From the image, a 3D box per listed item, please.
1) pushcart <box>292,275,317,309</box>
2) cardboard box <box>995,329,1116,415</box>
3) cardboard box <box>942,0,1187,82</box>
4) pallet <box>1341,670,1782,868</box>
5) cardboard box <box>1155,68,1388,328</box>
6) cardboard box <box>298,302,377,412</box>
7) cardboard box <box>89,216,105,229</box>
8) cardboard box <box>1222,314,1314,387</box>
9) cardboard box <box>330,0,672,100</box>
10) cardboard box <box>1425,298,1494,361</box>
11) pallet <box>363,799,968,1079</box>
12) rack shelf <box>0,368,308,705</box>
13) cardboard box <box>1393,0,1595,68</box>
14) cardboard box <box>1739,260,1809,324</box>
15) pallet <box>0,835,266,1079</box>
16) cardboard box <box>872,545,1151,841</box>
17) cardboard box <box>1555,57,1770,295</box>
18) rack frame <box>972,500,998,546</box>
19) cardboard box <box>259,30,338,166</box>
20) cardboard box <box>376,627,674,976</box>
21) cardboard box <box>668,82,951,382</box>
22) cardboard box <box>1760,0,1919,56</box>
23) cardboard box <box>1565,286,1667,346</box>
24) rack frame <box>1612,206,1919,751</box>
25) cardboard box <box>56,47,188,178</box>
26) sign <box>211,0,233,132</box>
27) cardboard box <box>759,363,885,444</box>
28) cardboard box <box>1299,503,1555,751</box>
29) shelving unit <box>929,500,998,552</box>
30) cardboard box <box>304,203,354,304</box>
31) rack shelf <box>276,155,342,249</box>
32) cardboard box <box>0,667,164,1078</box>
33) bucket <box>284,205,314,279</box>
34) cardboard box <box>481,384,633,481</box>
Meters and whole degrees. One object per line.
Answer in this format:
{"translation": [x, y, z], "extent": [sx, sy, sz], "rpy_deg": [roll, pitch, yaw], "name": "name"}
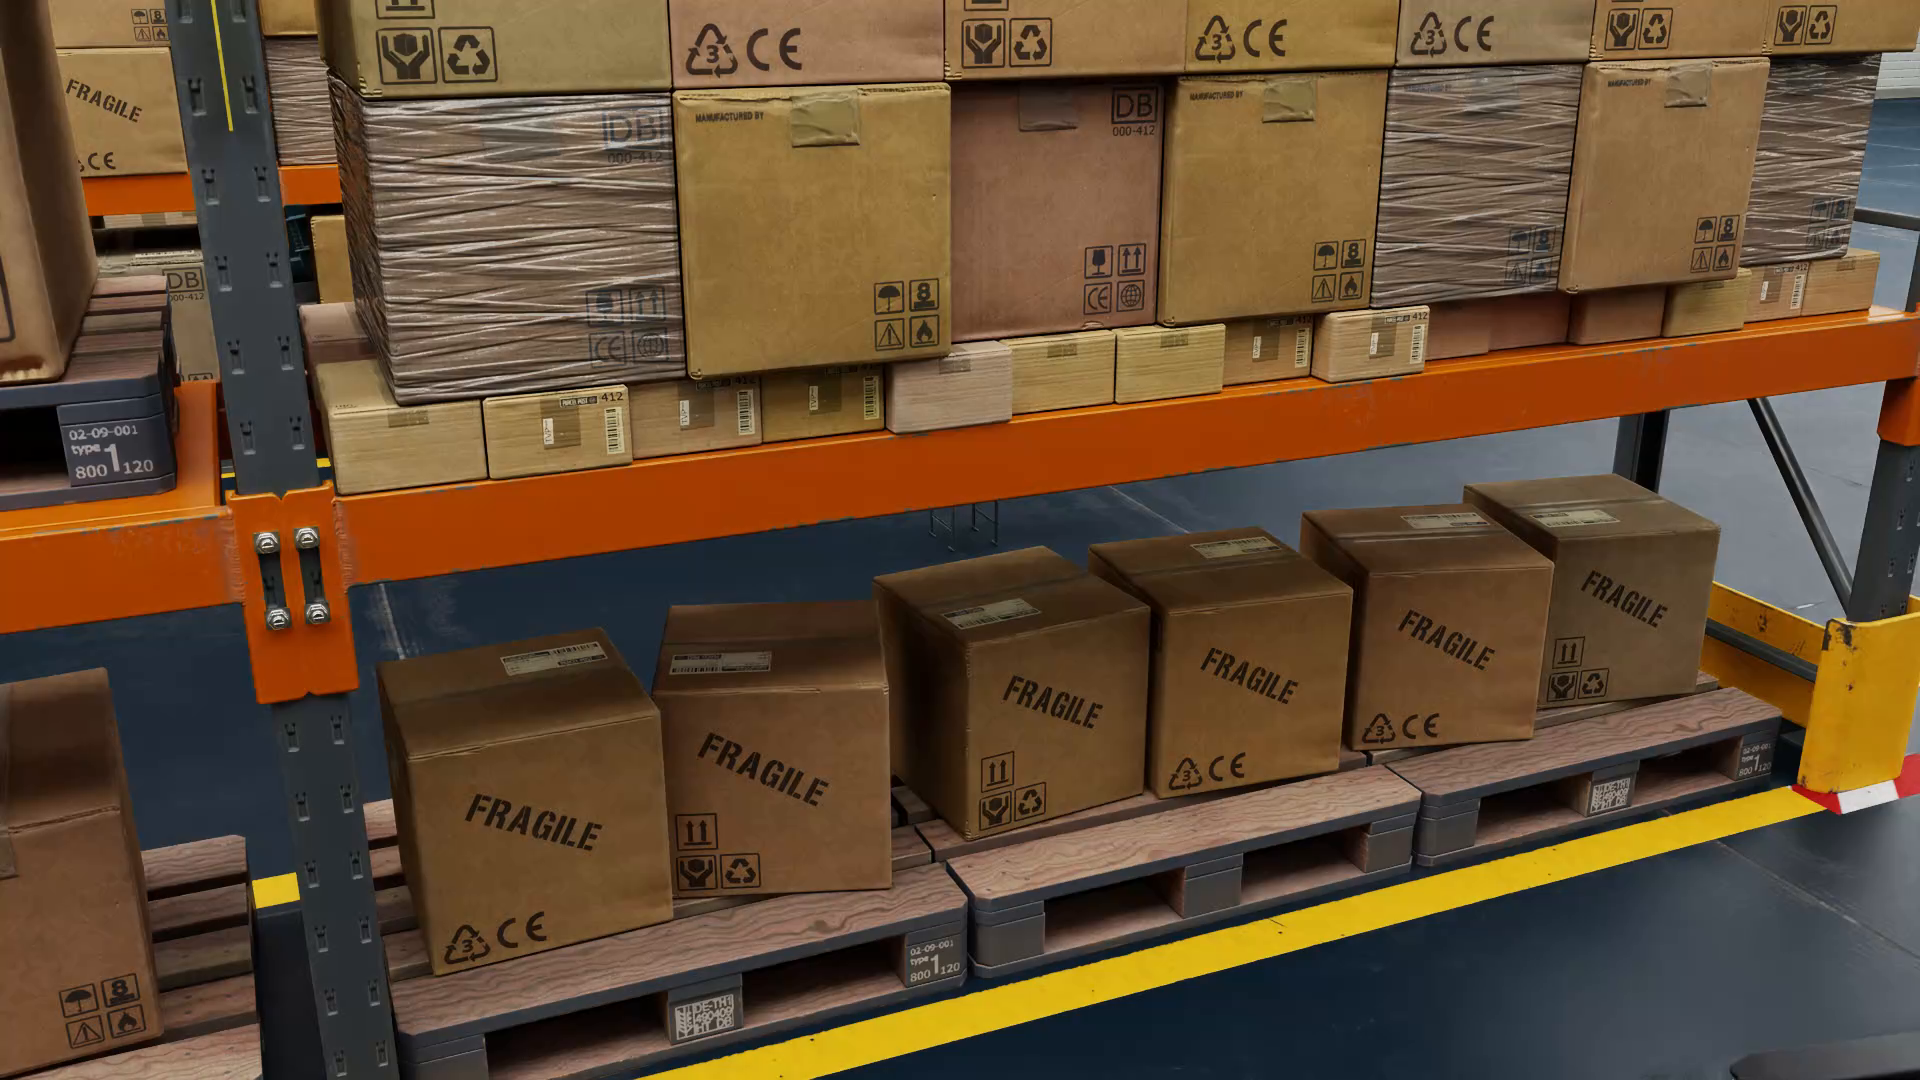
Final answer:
{"translation": [-4.303, -1.494, 10.198], "extent": [0.936, 0.377, 1.648], "rpy_deg": [-17, 26, -40], "name": "pushcart"}
{"translation": [0.128, -0.388, 3.485], "extent": [0.250, 0.149, 0.380], "rpy_deg": [-8, 21, -22], "name": "cardboard box"}
{"translation": [0.105, -1.171, 3.226], "extent": [0.500, 0.500, 0.500], "rpy_deg": [-8, 21, -22], "name": "cardboard box"}
{"translation": [1.516, 0.497, 4.792], "extent": [1.213, 0.211, 1.003], "rpy_deg": [-8, 21, -22], "name": "pallet"}
{"translation": [0.478, -0.830, 3.766], "extent": [0.500, 0.500, 0.875], "rpy_deg": [-8, 21, -22], "name": "cardboard box"}
{"translation": [-1.246, -0.397, 3.512], "extent": [0.250, 0.149, 0.380], "rpy_deg": [-8, 21, -22], "name": "cardboard box"}
{"translation": [-6.392, -2.213, 11.616], "extent": [0.625, 0.372, 0.950], "rpy_deg": [-7, 21, -19], "name": "cardboard box"}
{"translation": [0.573, -0.464, 3.702], "extent": [0.250, 0.149, 0.380], "rpy_deg": [-8, 21, -22], "name": "cardboard box"}
{"translation": [-0.813, -1.039, 2.852], "extent": [0.500, 0.500, 0.500], "rpy_deg": [-8, 21, -22], "name": "cardboard box"}
{"translation": [1.025, -0.536, 3.905], "extent": [0.250, 0.149, 0.380], "rpy_deg": [-8, 21, -22], "name": "cardboard box"}
{"translation": [-0.724, 0.818, 3.880], "extent": [1.213, 0.211, 1.003], "rpy_deg": [-8, 21, -22], "name": "pallet"}
{"translation": [-3.163, 0.205, 2.508], "extent": [4.000, 0.370, 1.077], "rpy_deg": [-8, 21, -22], "name": "rack shelf"}
{"translation": [1.022, -1.303, 3.602], "extent": [0.500, 0.500, 0.500], "rpy_deg": [-8, 21, -22], "name": "cardboard box"}
{"translation": [1.936, -0.672, 4.294], "extent": [0.250, 0.149, 0.380], "rpy_deg": [-8, 21, -22], "name": "cardboard box"}
{"translation": [-2.041, 1.020, 3.307], "extent": [1.213, 0.211, 1.003], "rpy_deg": [-8, 21, -22], "name": "pallet"}
{"translation": [0.118, 0.359, 4.116], "extent": [0.500, 0.500, 0.500], "rpy_deg": [-10, 22, -27], "name": "cardboard box"}
{"translation": [1.418, -0.945, 4.092], "extent": [0.500, 0.500, 0.875], "rpy_deg": [-8, 21, -22], "name": "cardboard box"}
{"translation": [0.097, -0.580, 6.362], "extent": [0.006, 1.200, 0.240], "rpy_deg": [-8, 21, -22], "name": "rack frame"}
{"translation": [-2.865, -2.047, 7.592], "extent": [0.550, 0.550, 0.875], "rpy_deg": [-8, 21, -22], "name": "cardboard box"}
{"translation": [-0.944, 0.543, 3.596], "extent": [0.500, 0.500, 0.500], "rpy_deg": [-9, 21, -24], "name": "cardboard box"}
{"translation": [-0.416, -0.681, 3.340], "extent": [0.500, 0.500, 0.875], "rpy_deg": [-8, 21, -22], "name": "cardboard box"}
{"translation": [1.939, -1.435, 3.979], "extent": [0.500, 0.500, 0.500], "rpy_deg": [-8, 21, -22], "name": "cardboard box"}
{"translation": [1.491, -0.596, 4.076], "extent": [0.250, 0.149, 0.380], "rpy_deg": [-8, 21, -22], "name": "cardboard box"}
{"translation": [2.346, -0.924, 4.630], "extent": [0.127, 3.000, 1.000], "rpy_deg": [-8, 21, -22], "name": "rack frame"}
{"translation": [-3.572, -1.821, 7.026], "extent": [0.500, 0.500, 0.500], "rpy_deg": [-8, 21, -22], "name": "cardboard box"}
{"translation": [-1.104, -0.775, 2.464], "extent": [0.005, 0.325, 0.100], "rpy_deg": [-8, 21, -22], "name": "sign"}
{"translation": [-0.331, -0.322, 3.298], "extent": [0.250, 0.149, 0.380], "rpy_deg": [-8, 21, -22], "name": "cardboard box"}
{"translation": [1.231, 0.223, 4.504], "extent": [0.500, 0.500, 0.500], "rpy_deg": [-3, 20, -8], "name": "cardboard box"}
{"translation": [0.013, -0.568, 6.328], "extent": [0.189, 1.200, 0.258], "rpy_deg": [-8, 21, -22], "name": "shelving unit"}
{"translation": [-2.594, -1.181, 7.927], "extent": [0.875, 0.875, 0.875], "rpy_deg": [-8, 21, -21], "name": "cardboard box"}
{"translation": [-1.362, -1.848, 8.336], "extent": [4.000, 0.370, 1.077], "rpy_deg": [-8, 21, -22], "name": "rack shelf"}
{"translation": [-1.899, 0.648, 3.267], "extent": [0.500, 0.500, 0.700], "rpy_deg": [-10, 22, -26], "name": "cardboard box"}
{"translation": [-3.987, -1.818, 9.808], "extent": [0.620, 0.611, 0.726], "rpy_deg": [-11, 20, 0], "name": "bucket"}
{"translation": [-0.776, -0.245, 3.079], "extent": [0.250, 0.149, 0.380], "rpy_deg": [-8, 21, -22], "name": "cardboard box"}
